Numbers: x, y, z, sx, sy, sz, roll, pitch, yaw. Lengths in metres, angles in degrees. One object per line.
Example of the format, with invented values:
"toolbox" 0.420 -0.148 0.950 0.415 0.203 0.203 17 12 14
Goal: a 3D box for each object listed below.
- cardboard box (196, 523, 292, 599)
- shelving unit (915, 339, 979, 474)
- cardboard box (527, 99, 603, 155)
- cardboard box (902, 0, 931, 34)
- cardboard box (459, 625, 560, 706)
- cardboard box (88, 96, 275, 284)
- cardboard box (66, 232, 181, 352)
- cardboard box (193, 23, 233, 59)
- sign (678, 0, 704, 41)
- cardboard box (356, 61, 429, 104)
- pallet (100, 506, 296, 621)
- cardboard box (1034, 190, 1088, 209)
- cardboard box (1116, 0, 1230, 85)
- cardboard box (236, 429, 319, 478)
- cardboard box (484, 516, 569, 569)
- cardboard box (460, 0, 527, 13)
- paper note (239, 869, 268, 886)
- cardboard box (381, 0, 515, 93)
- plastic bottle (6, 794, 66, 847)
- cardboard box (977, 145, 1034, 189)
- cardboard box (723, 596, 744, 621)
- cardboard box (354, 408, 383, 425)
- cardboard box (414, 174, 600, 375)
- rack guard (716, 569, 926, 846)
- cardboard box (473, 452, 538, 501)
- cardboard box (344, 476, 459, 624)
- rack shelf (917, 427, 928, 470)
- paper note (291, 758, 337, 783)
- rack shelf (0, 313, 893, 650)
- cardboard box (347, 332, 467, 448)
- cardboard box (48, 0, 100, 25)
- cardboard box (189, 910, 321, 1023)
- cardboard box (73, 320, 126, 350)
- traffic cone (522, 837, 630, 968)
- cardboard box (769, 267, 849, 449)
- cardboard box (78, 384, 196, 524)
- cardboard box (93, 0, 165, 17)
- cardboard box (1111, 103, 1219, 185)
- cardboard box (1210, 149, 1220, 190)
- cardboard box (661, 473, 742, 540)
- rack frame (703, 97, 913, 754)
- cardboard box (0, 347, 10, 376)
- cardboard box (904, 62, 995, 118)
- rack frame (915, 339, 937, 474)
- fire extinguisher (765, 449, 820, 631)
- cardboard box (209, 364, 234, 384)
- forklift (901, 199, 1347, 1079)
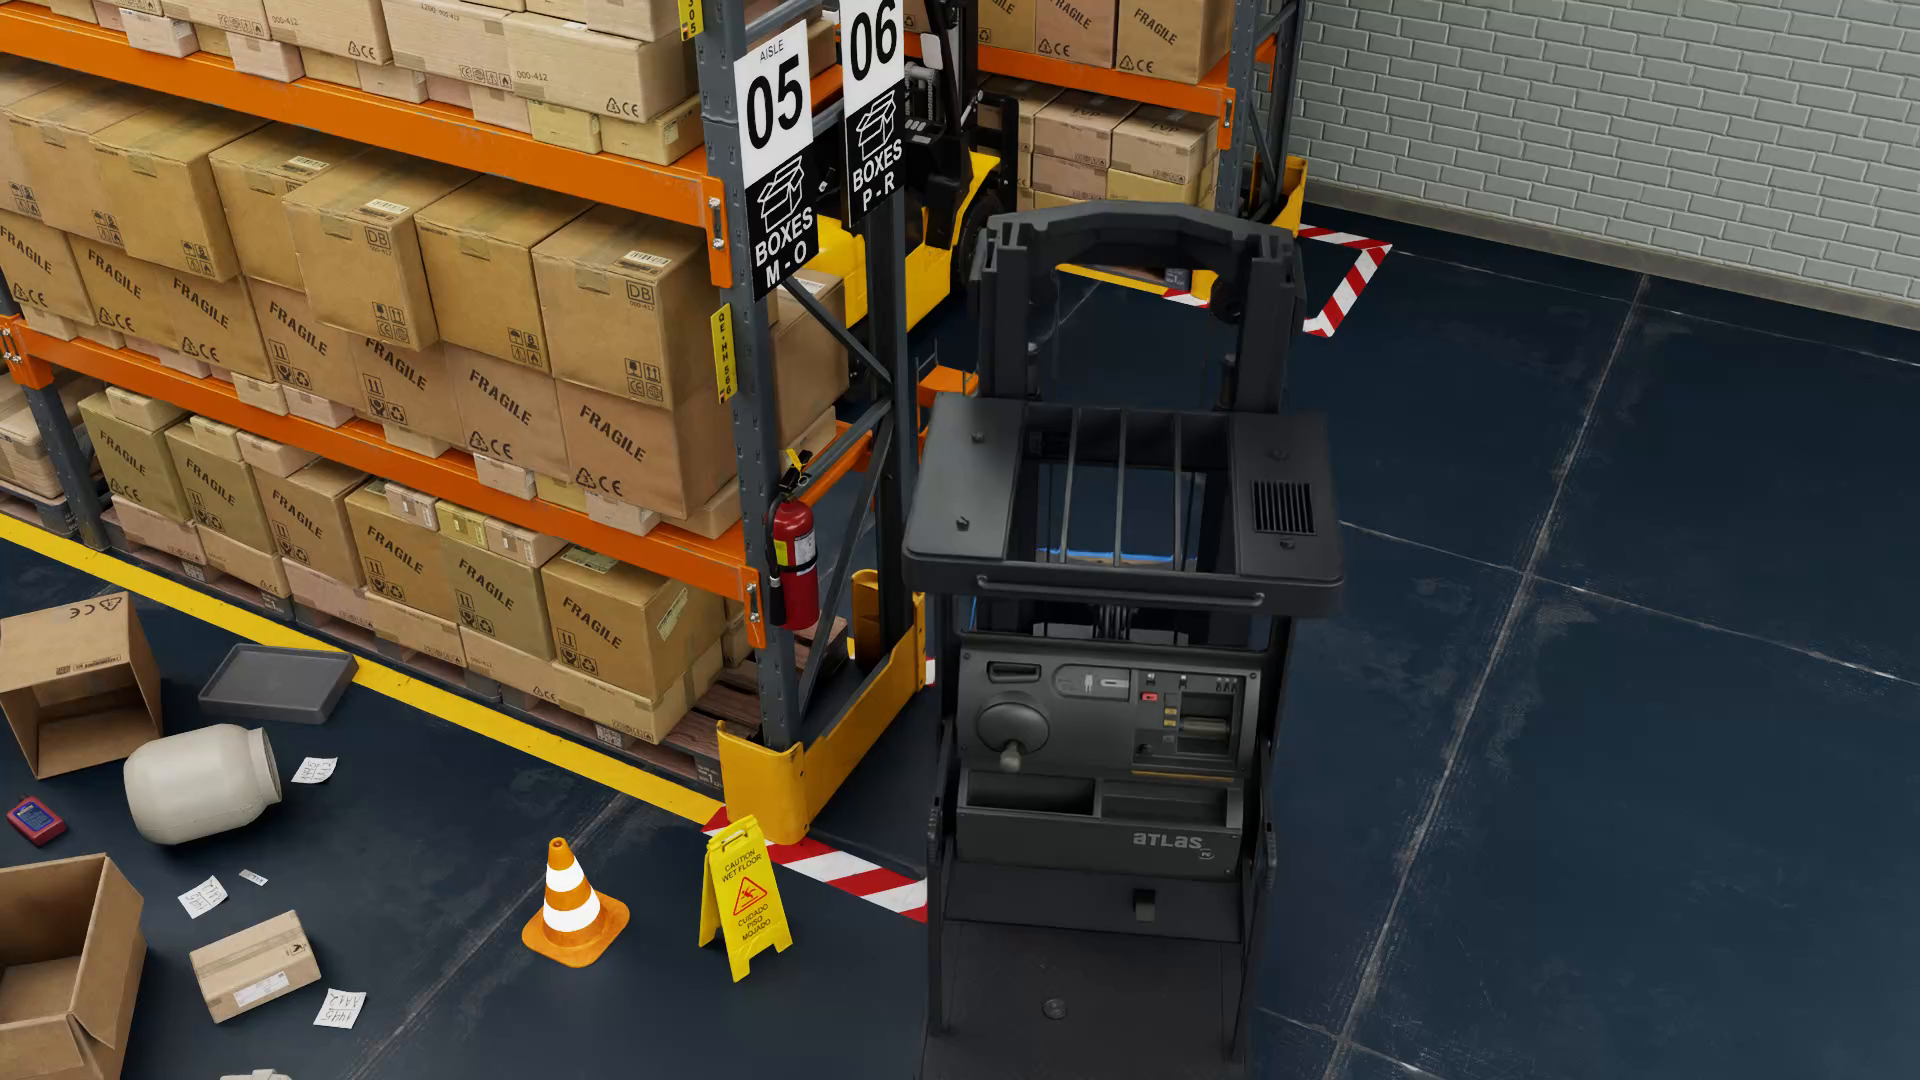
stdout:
"cardboard box" -3.155 -0.033 7.740 0.500 0.250 0.500 20 41 24
"shelving unit" -0.048 -0.433 7.952 0.252 1.050 0.215 17 41 21
"cardboard box" -1.163 -1.396 5.335 0.250 0.149 0.380 18 41 22
"cardboard box" -0.123 -3.428 10.202 0.500 0.500 0.500 18 41 22
"cardboard box" -1.780 0.399 7.170 0.500 0.250 0.500 18 41 22
"cardboard box" -2.866 -1.423 6.487 0.500 0.500 0.700 17 40 21
"cardboard box" -3.315 -1.172 6.984 0.500 0.500 0.500 17 40 21
"cardboard box" -2.499 -1.859 5.945 0.250 0.149 0.380 18 41 22
"sign" -0.755 -1.556 4.605 0.005 0.325 0.100 17 41 21
"cardboard box" -1.821 -1.638 5.654 0.250 0.149 0.380 17 40 21
"pallet" -3.421 -0.134 8.252 1.213 0.211 1.003 17 41 21
"cardboard box" 0.798 -2.143 10.519 0.500 0.250 0.500 17 41 21
"cardboard box" 1.240 -3.002 9.641 0.500 0.500 0.500 16 40 21
"cardboard box" -2.853 -0.451 7.133 0.250 0.149 0.380 20 41 24
"cardboard box" -1.670 -0.078 6.642 0.250 0.149 0.380 19 41 23
"cardboard box" -1.364 -1.802 5.210 0.250 0.149 0.380 17 40 21
"paper note" -2.764 1.320 6.503 0.123 0.001 0.032 17 41 21
"cardboard box" -1.500 -1.699 5.405 0.500 0.250 0.500 17 40 21
"plastic bottle" -3.750 1.123 6.719 0.283 0.061 0.133 25 44 29
"cardboard box" 0.313 -2.483 10.553 0.500 0.250 0.500 16 40 20
"cardboard box" -1.092 -0.050 7.142 0.500 0.500 0.500 16 40 20
"cardboard box" -2.261 -0.625 6.800 0.250 0.149 0.380 17 41 21
"cardboard box" -1.482 -1.027 5.966 0.500 0.500 0.700 18 41 22
"rack guard" -0.549 0.674 6.949 0.348 0.500 1.175 17 41 21
"cardboard box" -1.649 -0.339 6.423 0.250 0.149 0.380 18 41 22
"cardboard box" -2.223 -0.041 7.130 0.500 0.500 0.500 16 40 20
"rack shelf" -0.048 -0.425 7.959 0.240 0.259 0.215 17 41 21
"paper note" -2.700 0.960 6.960 0.148 0.019 0.142 4 37 6
"rack shelf" -2.258 -0.570 7.115 4.000 0.370 1.077 17 41 21
"cardboard box" -1.976 -0.744 6.421 0.500 0.500 0.500 17 40 21
"cardboard box" -3.188 -2.086 6.244 0.250 0.149 0.380 19 41 23
"cardboard box" -2.574 1.555 6.078 0.380 0.149 0.250 -21 42 -25
"cardboard box" -3.653 -1.010 7.308 0.250 0.149 0.380 19 41 23
"traffic cone" -1.457 1.283 6.177 0.334 0.463 0.336 17 41 21
"cardboard box" -0.775 -0.739 6.414 0.500 0.500 0.500 17 40 21
"cardboard box" -3.634 -0.474 7.701 0.500 0.500 0.500 19 41 24
"cardboard box" -2.868 -2.112 5.949 0.500 0.250 0.500 18 41 22
"cardboard box" 1.245 -2.397 10.027 0.500 0.250 0.500 19 41 23
"cardboard box" 1.476 -2.480 10.549 0.500 0.250 0.500 18 41 22
"cardboard box" -0.912 -0.190 6.227 0.250 0.149 0.380 19 41 23
"rack frame" -0.482 -0.300 6.165 0.127 3.000 1.000 17 41 21
"cardboard box" -5.141 -0.876 8.749 0.625 0.372 0.950 20 42 24
"cardboard box" -0.110 -2.816 10.579 0.500 0.250 0.500 17 40 21
"rack frame" -0.156 -0.467 7.997 0.008 1.050 0.200 17 41 21
"fire extinguisher" -0.592 0.010 5.820 0.183 0.674 0.296 17 41 21
"cardboard box" -2.949 -0.808 7.042 0.250 0.149 0.380 17 40 21
"forklift" 0.438 0.616 5.014 1.130 2.935 3.031 4 37 5
